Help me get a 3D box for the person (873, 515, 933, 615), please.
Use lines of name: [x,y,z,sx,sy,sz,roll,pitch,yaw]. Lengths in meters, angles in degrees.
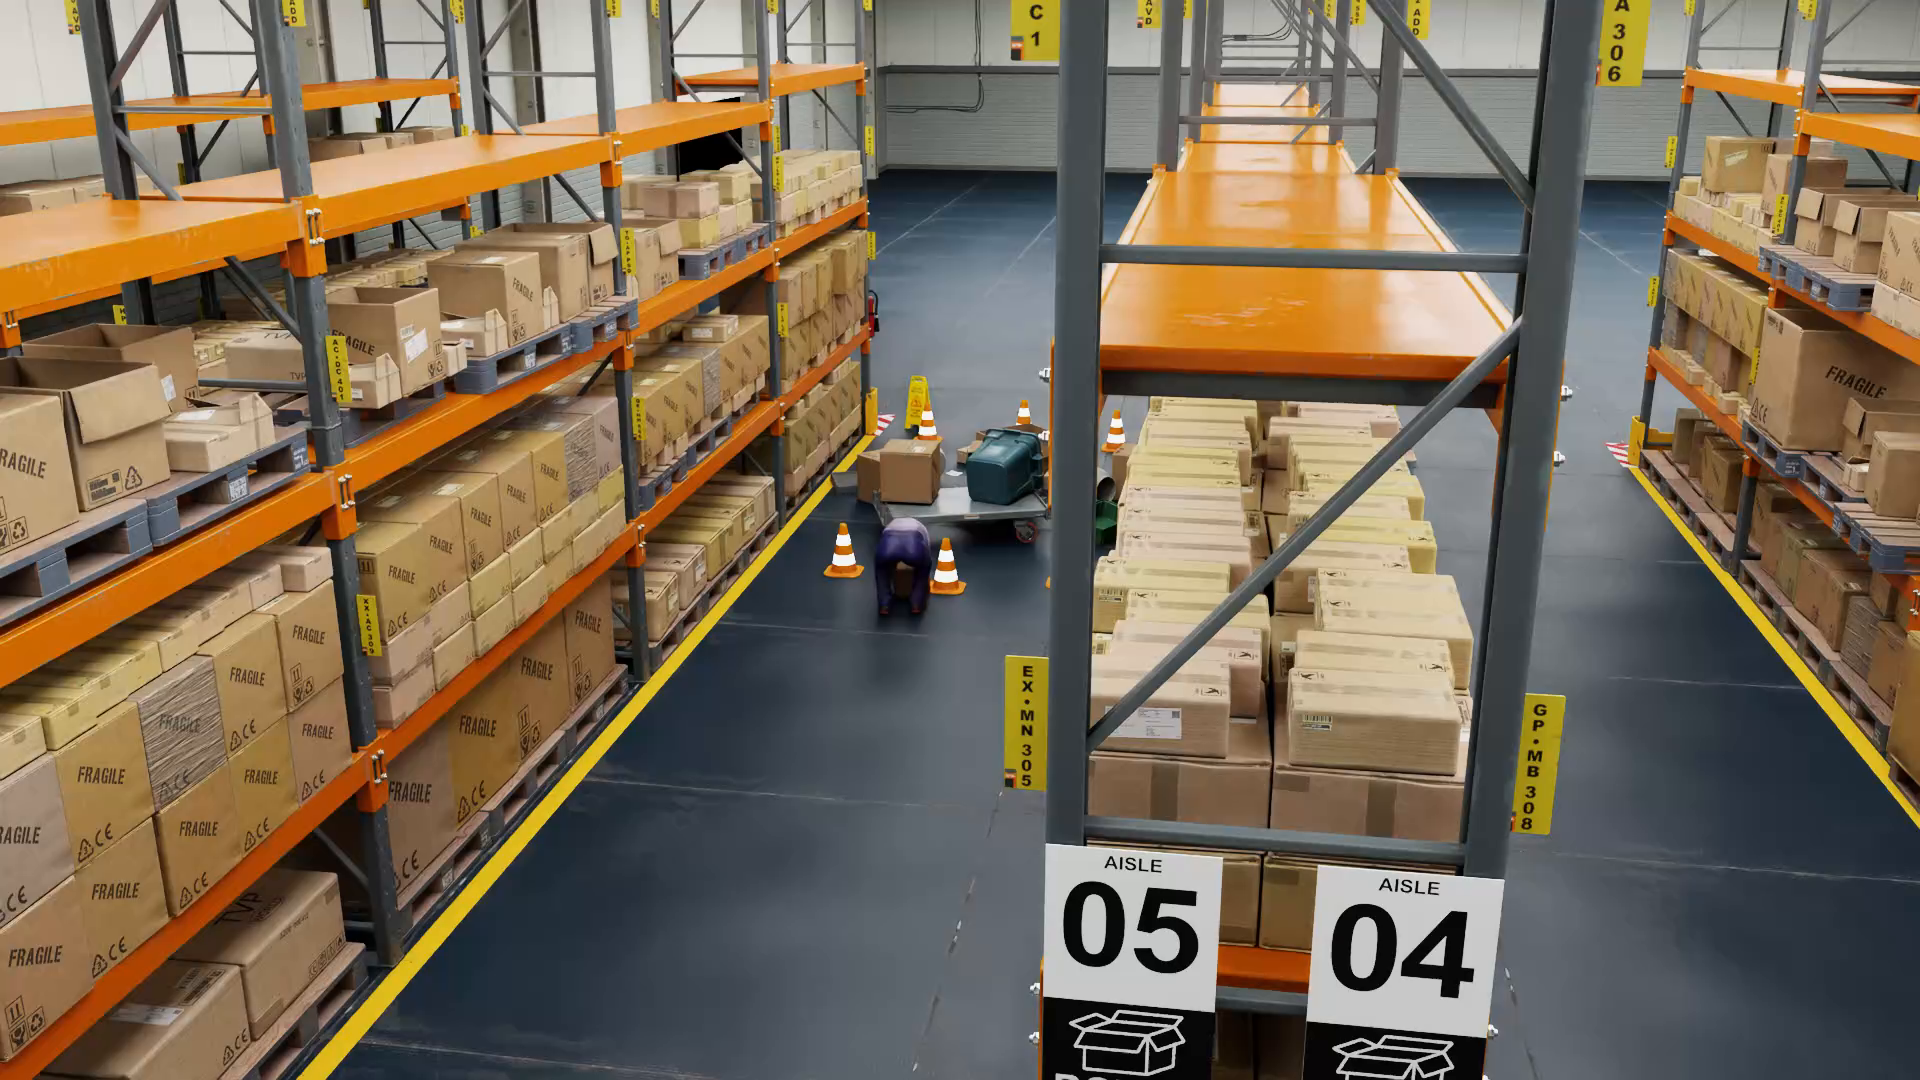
person: [-0.493,0.192,14.310,0.515,0.808,0.904,1,18,3]
